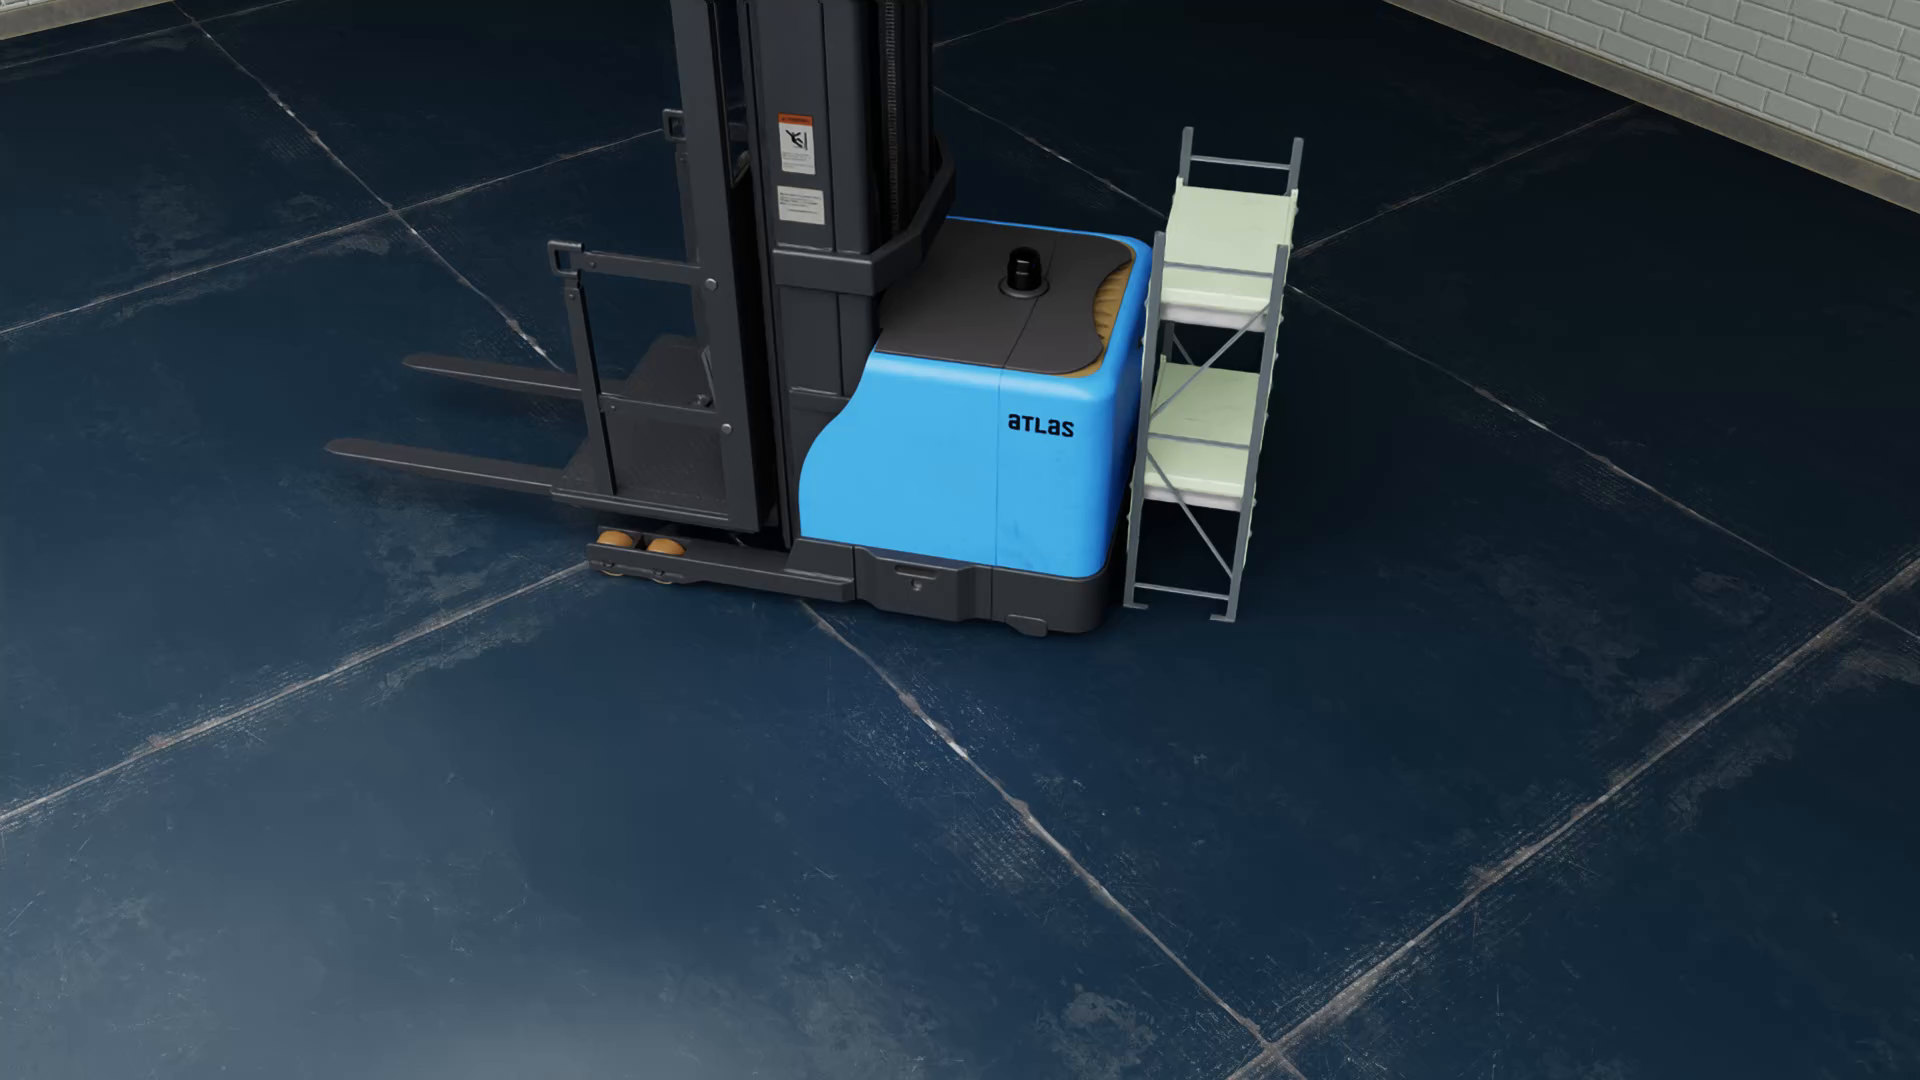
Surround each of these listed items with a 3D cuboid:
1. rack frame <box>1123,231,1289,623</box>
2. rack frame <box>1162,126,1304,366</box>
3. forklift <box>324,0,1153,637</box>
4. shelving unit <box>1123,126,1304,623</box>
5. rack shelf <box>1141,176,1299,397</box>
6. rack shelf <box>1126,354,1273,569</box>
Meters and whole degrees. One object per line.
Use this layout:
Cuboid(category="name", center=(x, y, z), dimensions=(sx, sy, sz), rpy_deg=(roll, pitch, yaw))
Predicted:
Cuboid(category="rack frame", center=(0.782, -0.320, 5.457), dimensions=(0.400, 1.500, 0.023), rpy_deg=(8, 40, 10))
Cuboid(category="rack frame", center=(0.942, -0.773, 6.009), dimensions=(0.400, 1.500, 0.023), rpy_deg=(8, 40, 10))
Cuboid(category="forklift", center=(-0.872, -1.289, 5.510), dimensions=(3.031, 2.935, 1.130), rpy_deg=(9, 40, 10))
Cuboid(category="shelving unit", center=(0.862, -0.546, 5.733), dimensions=(0.431, 1.500, 0.755), rpy_deg=(8, 40, 10))
Cuboid(category="rack shelf", center=(0.863, -0.848, 5.485), dimensions=(0.431, 0.370, 0.720), rpy_deg=(8, 40, 10))
Cuboid(category="rack shelf", center=(0.862, -0.294, 5.940), dimensions=(0.431, 0.370, 0.720), rpy_deg=(8, 40, 10))
